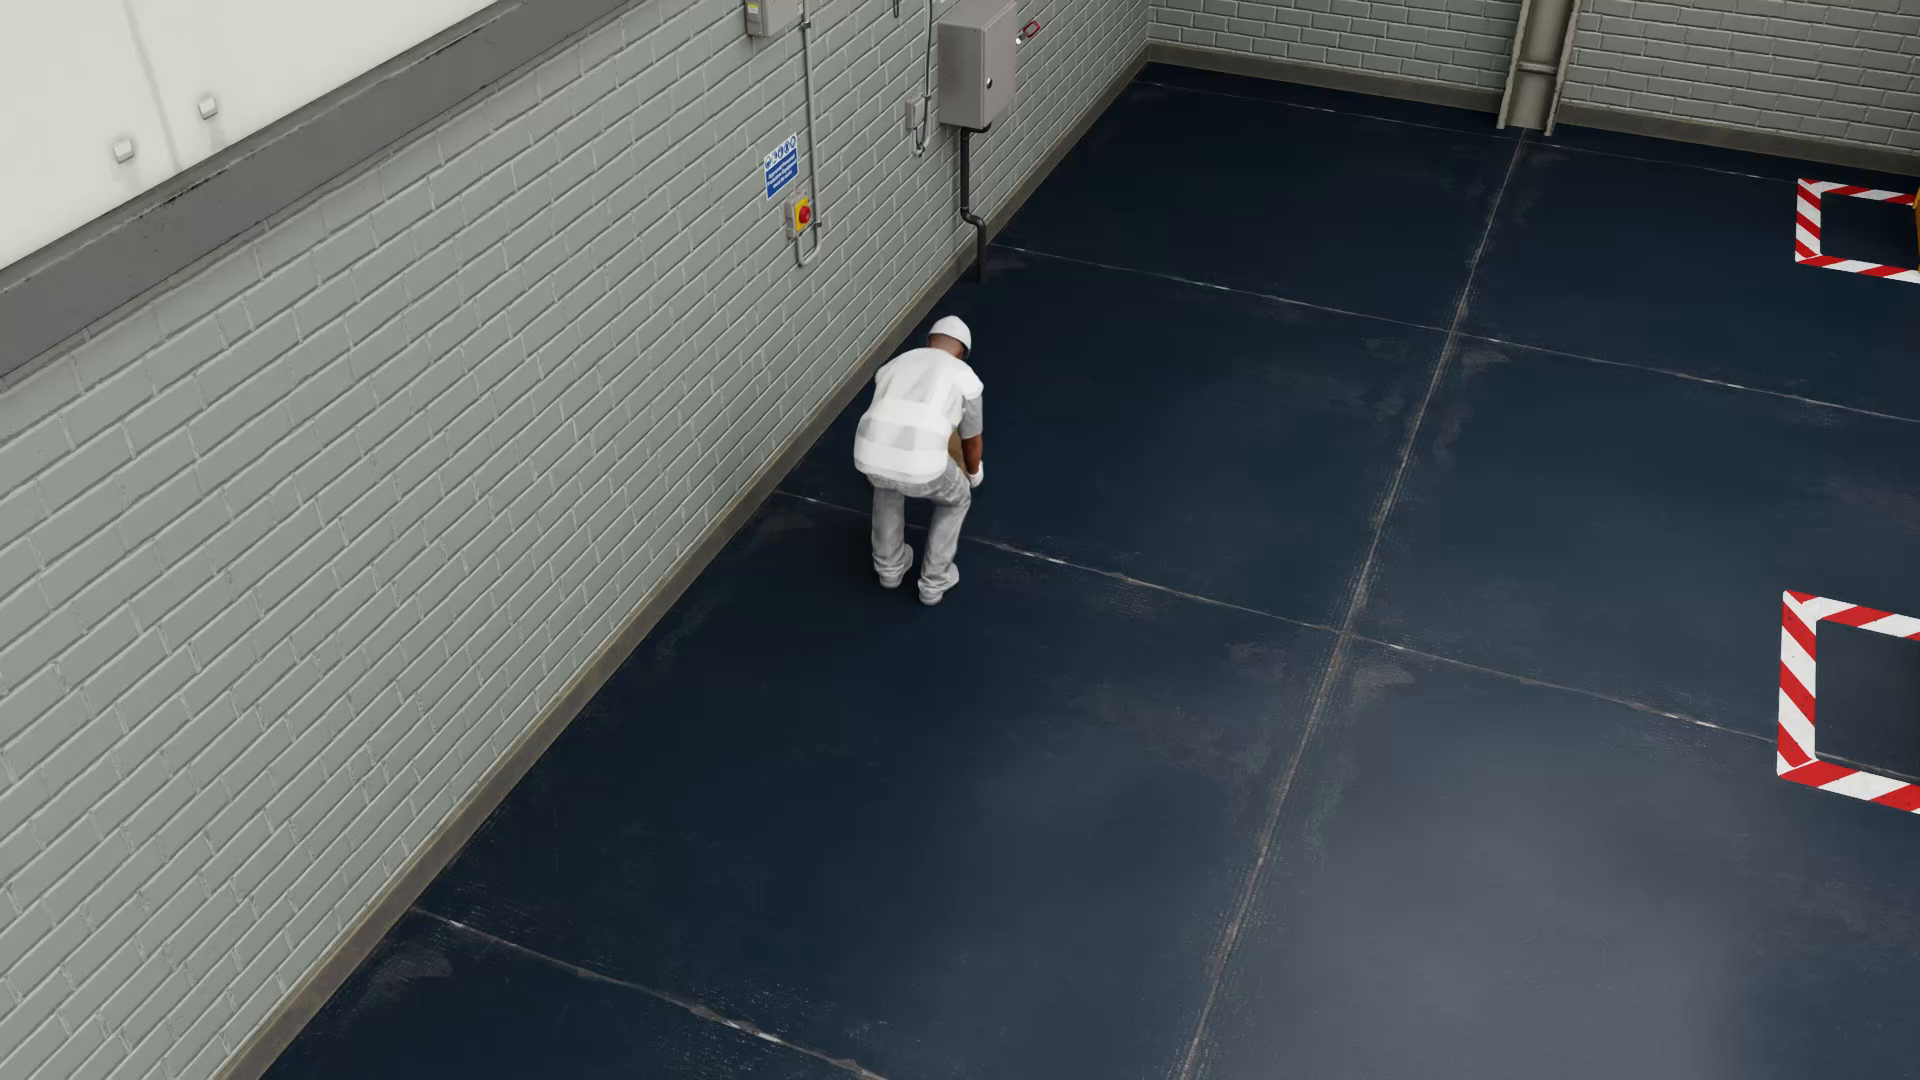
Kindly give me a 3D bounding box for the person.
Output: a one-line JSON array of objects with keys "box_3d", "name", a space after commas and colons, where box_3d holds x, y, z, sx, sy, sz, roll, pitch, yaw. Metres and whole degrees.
[{"box_3d": [-0.169, -0.361, 7.804, 0.528, 1.146, 0.970, 12, 39, 16], "name": "person"}]
